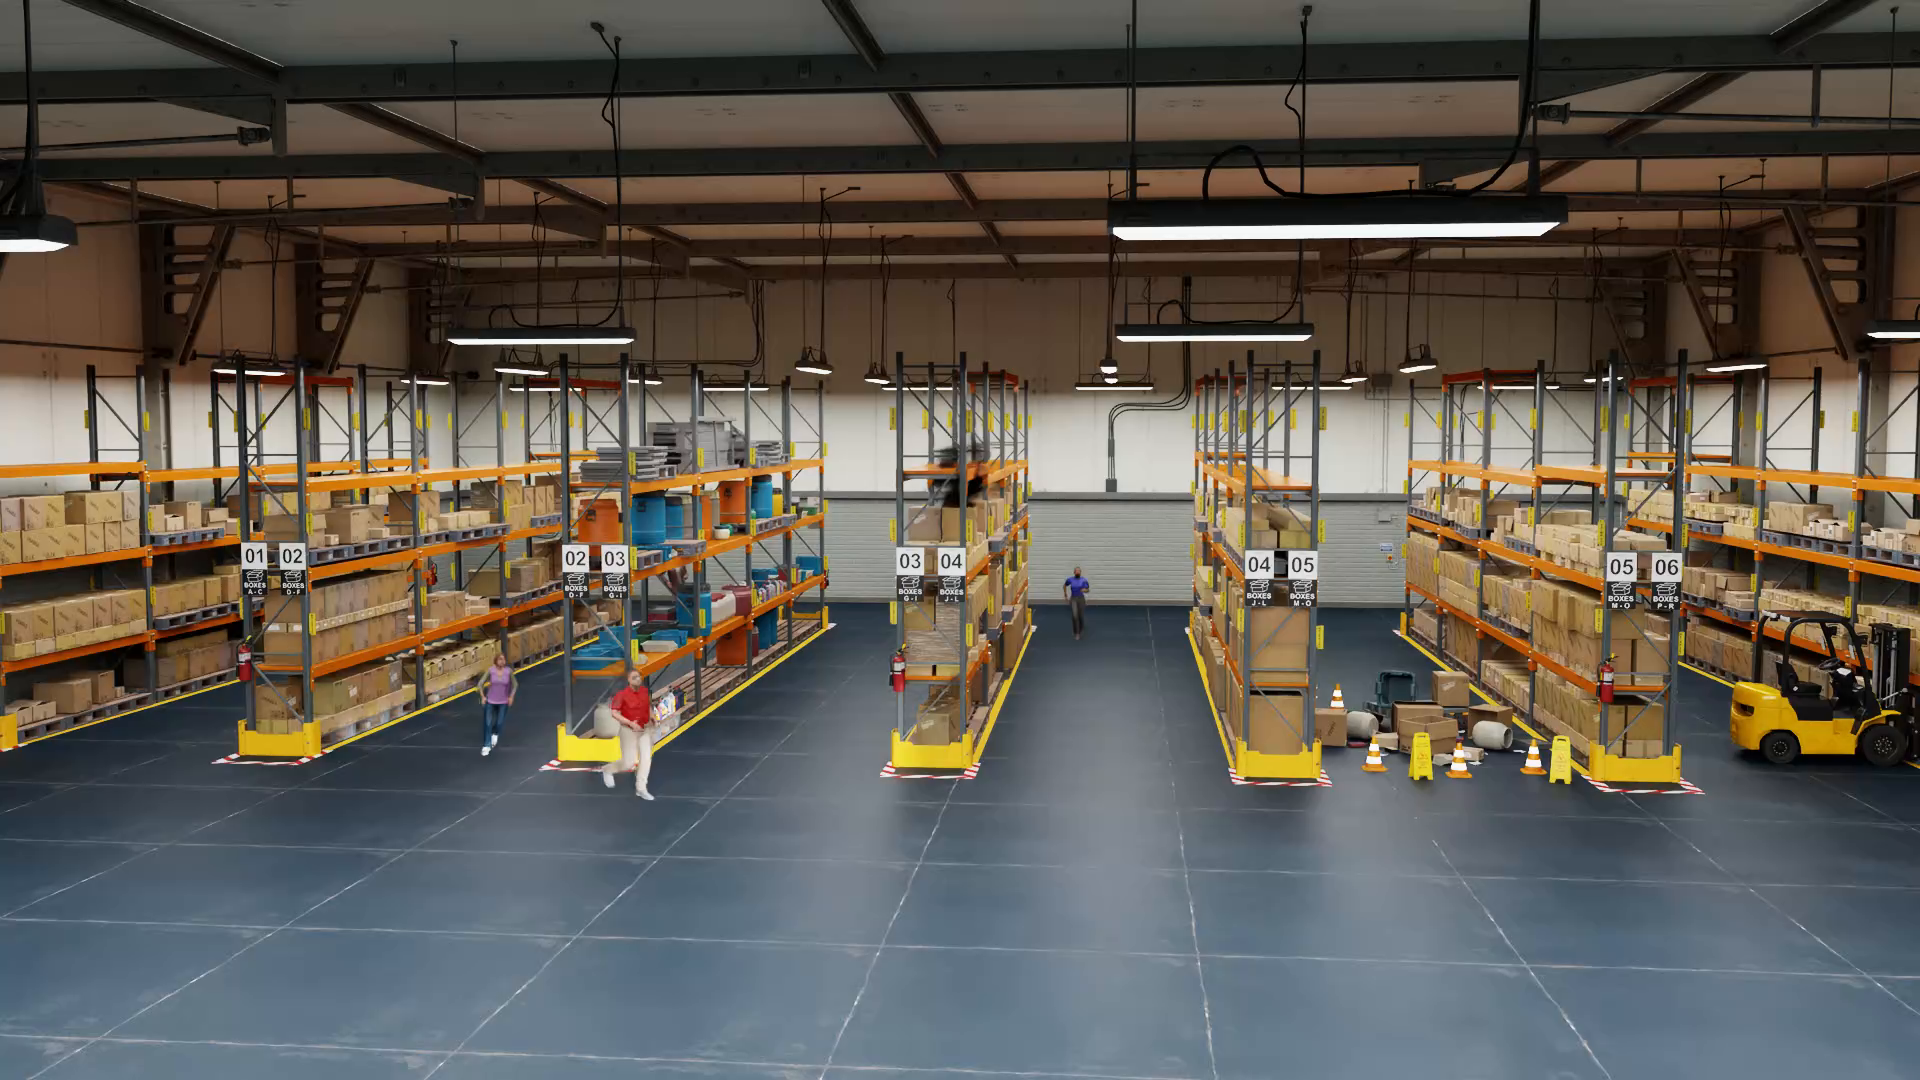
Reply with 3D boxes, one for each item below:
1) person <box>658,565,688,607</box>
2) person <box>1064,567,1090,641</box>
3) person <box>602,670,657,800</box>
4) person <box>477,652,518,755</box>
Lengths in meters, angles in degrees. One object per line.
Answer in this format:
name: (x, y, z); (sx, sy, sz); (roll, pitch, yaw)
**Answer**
person: (-7.023, 1.211, 41.012); (0.716, 1.757, 1.009); (-4, 6, -44)
person: (2.700, 1.456, 38.392); (0.594, 1.698, 0.860); (0, 4, 0)
person: (-4.387, 2.585, 22.251); (0.834, 1.726, 0.670); (4, 5, 41)
person: (-6.977, 2.464, 25.096); (0.594, 1.543, 0.483); (-1, 4, -15)
